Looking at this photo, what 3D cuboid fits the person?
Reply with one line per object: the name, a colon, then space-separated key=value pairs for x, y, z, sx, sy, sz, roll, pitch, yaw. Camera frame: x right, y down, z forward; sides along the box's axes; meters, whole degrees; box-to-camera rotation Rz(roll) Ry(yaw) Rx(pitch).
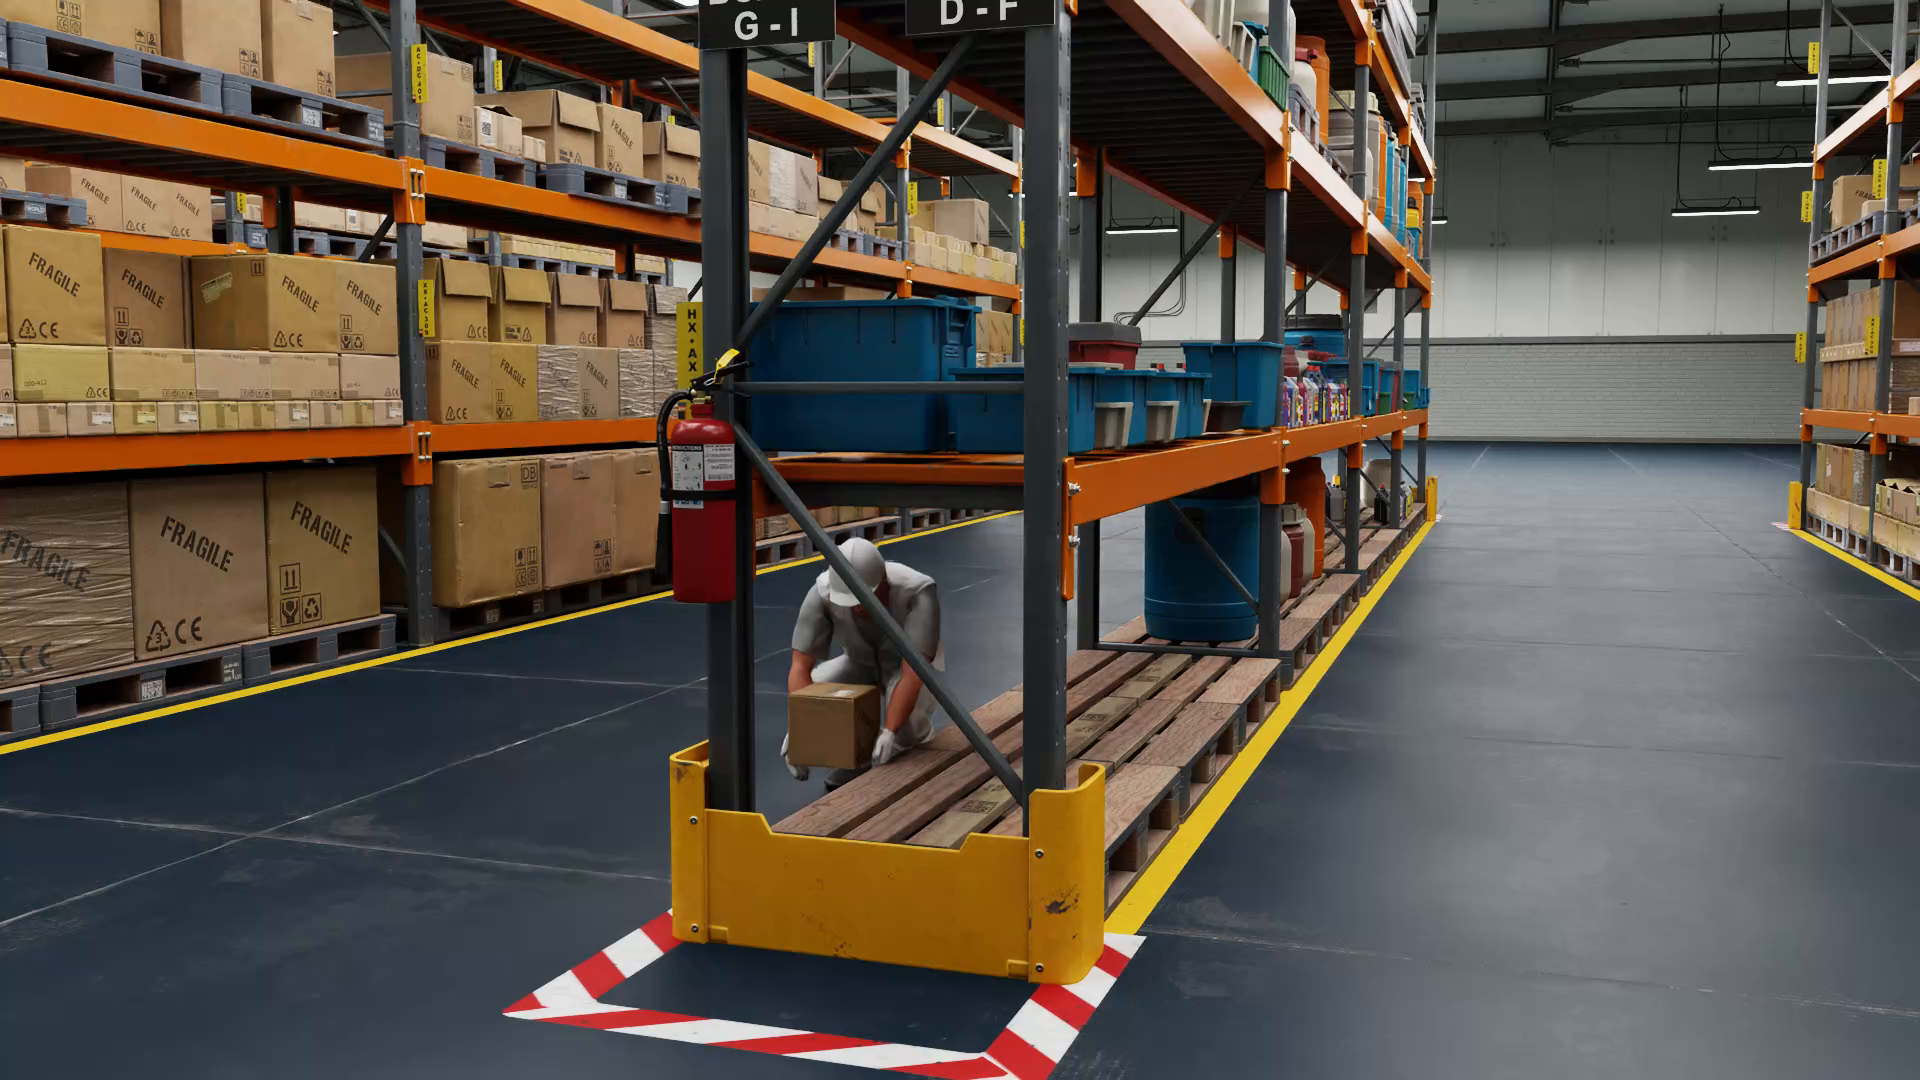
person: x=-0.317 y=0.460 z=6.171 sx=0.574 sy=0.992 sz=0.879 roll=2 pitch=5 yaw=19
